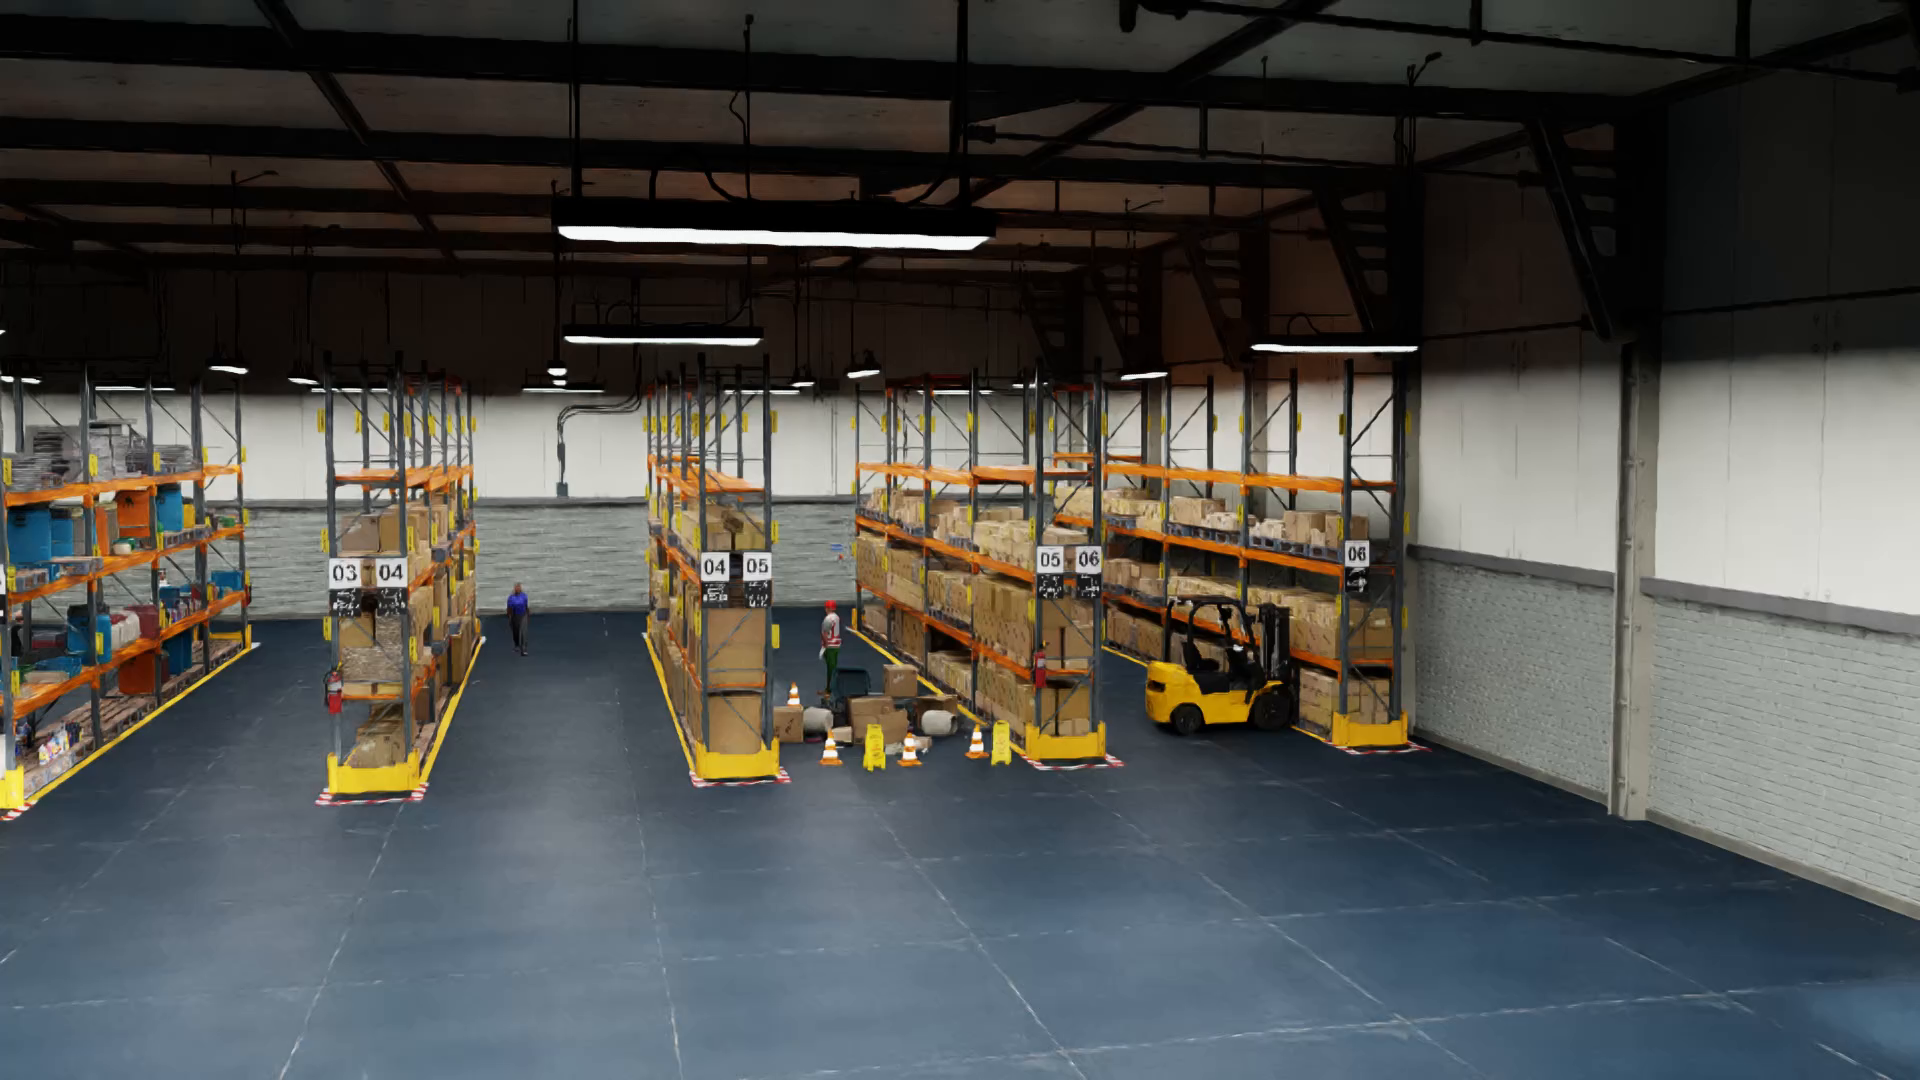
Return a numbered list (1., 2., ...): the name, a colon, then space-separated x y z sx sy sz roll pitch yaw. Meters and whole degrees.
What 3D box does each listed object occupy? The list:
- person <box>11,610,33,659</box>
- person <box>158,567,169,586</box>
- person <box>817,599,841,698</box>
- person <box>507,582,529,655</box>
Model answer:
1. person: -16.431 2.095 29.238 0.448 1.726 0.584 -4 6 -44
2. person: -18.541 1.464 38.705 0.552 1.672 0.685 2 4 25
3. person: -2.399 1.977 30.467 0.547 1.785 0.646 1 4 16
4. person: -9.583 1.690 36.066 0.447 1.574 1.088 -1 4 -11
